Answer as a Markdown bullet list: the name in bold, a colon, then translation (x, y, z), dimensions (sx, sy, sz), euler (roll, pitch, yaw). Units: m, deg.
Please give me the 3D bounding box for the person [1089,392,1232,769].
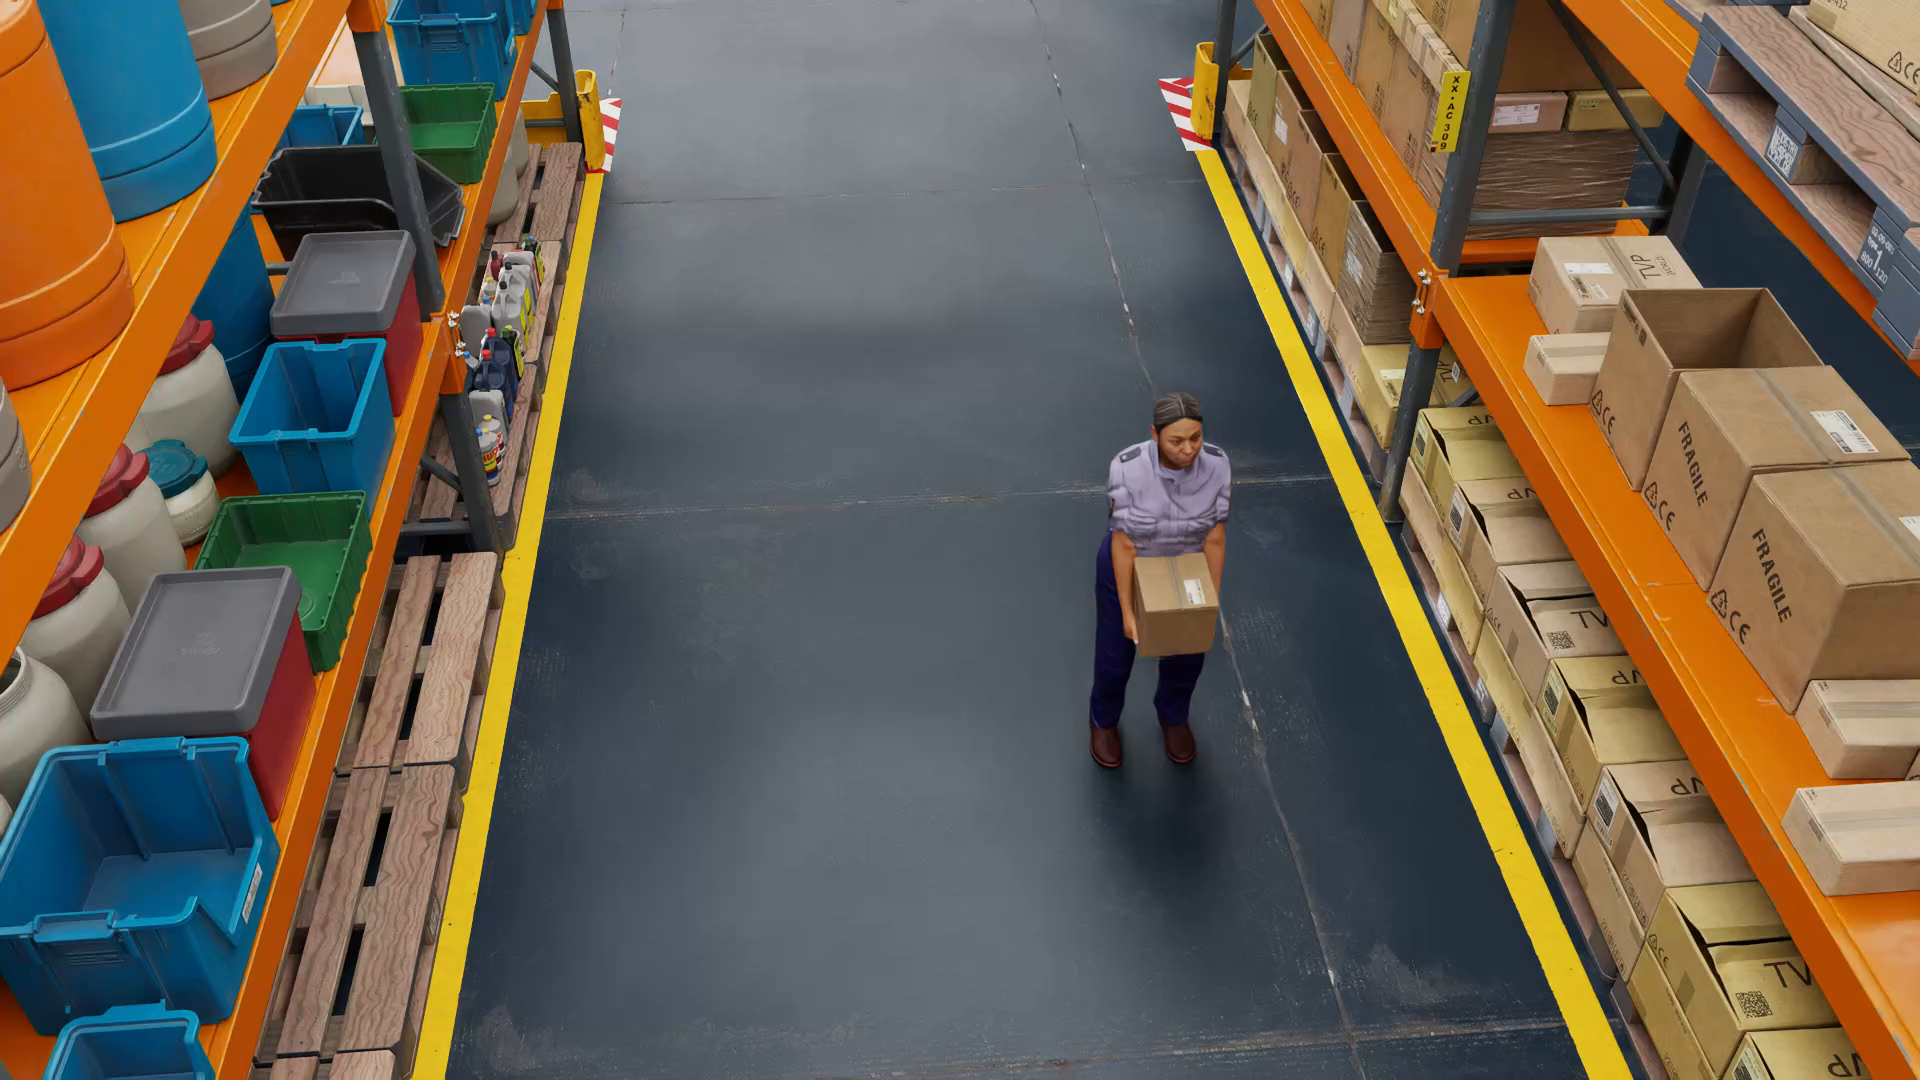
- **person**: translation (0.721, 0.188, 5.948), dimensions (0.435, 1.644, 0.540), euler (-4, 40, -5)
